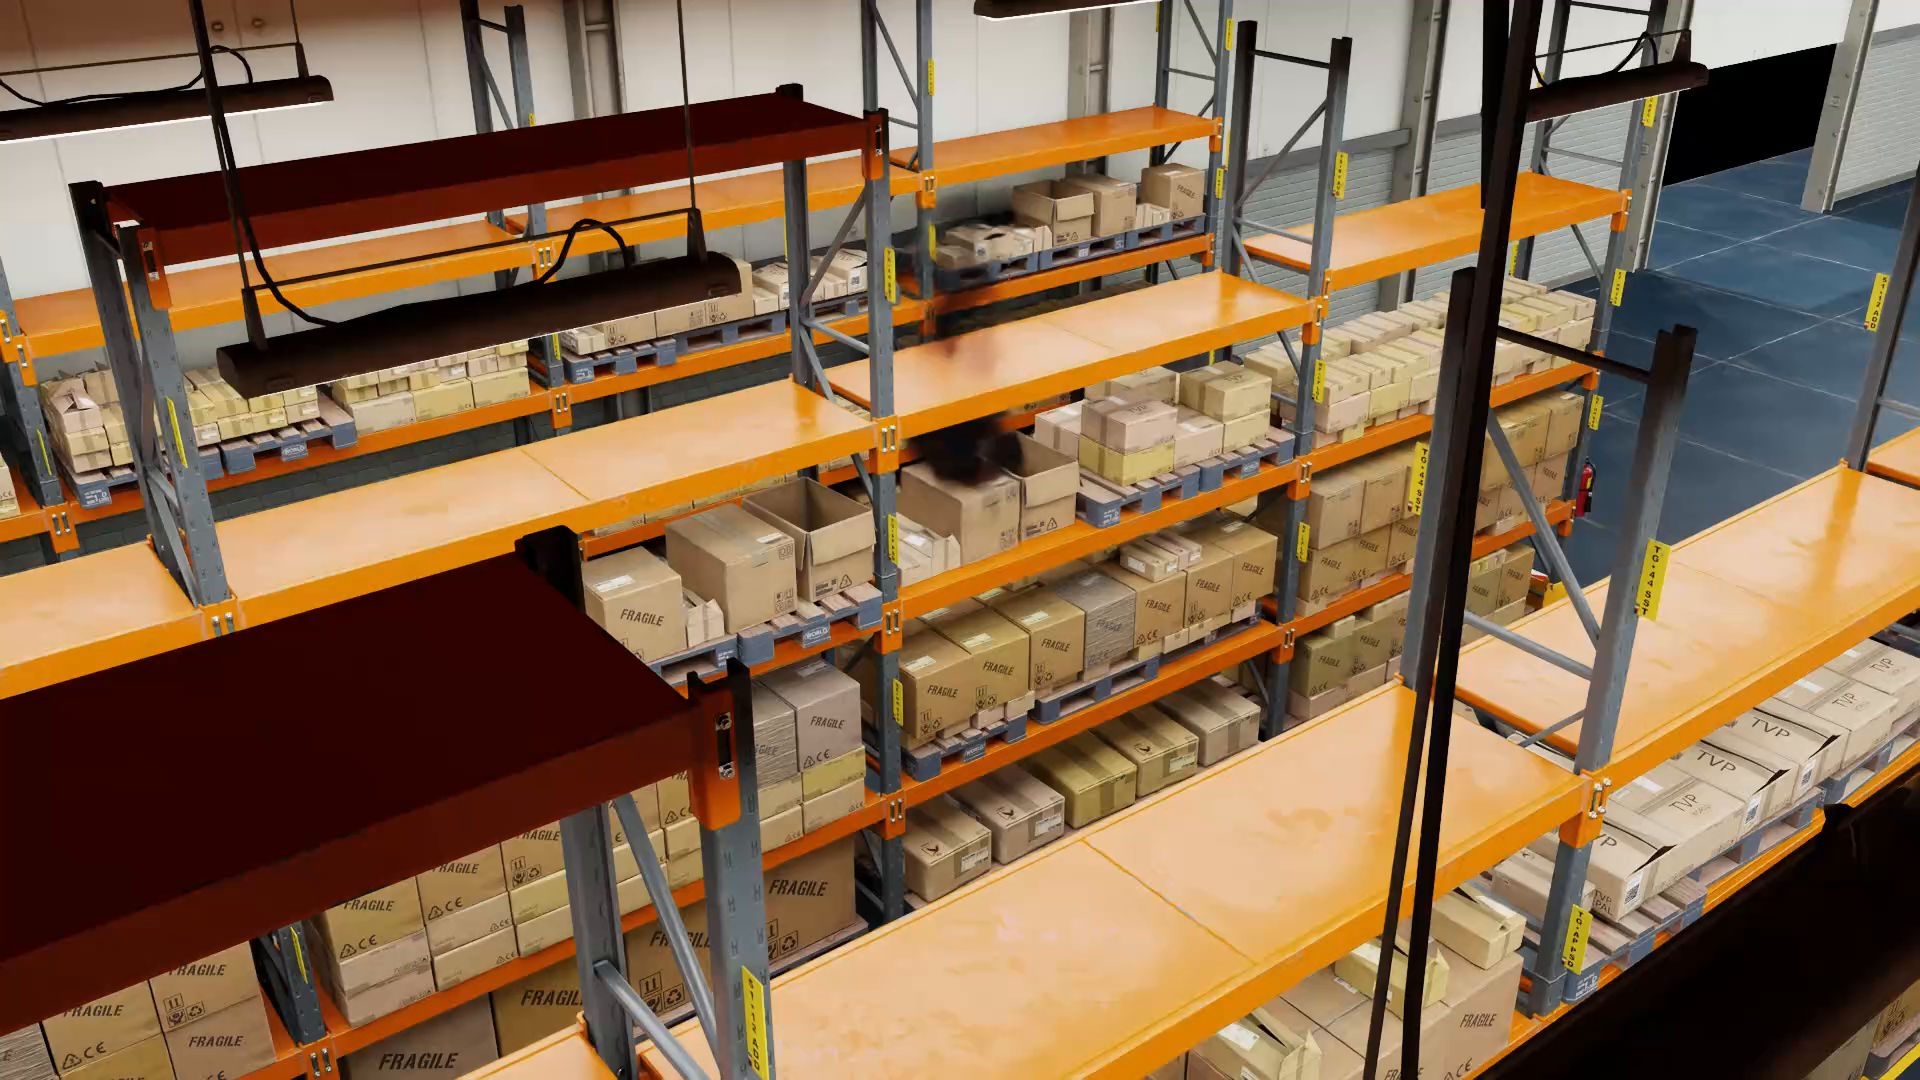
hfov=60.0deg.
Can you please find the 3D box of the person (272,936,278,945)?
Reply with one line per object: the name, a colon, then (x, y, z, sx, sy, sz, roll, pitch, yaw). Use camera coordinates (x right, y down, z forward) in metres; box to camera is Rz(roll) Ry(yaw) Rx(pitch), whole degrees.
person: (-4.738, 2.492, 11.047, 0.598, 1.702, 0.919, 23, 34, 39)
